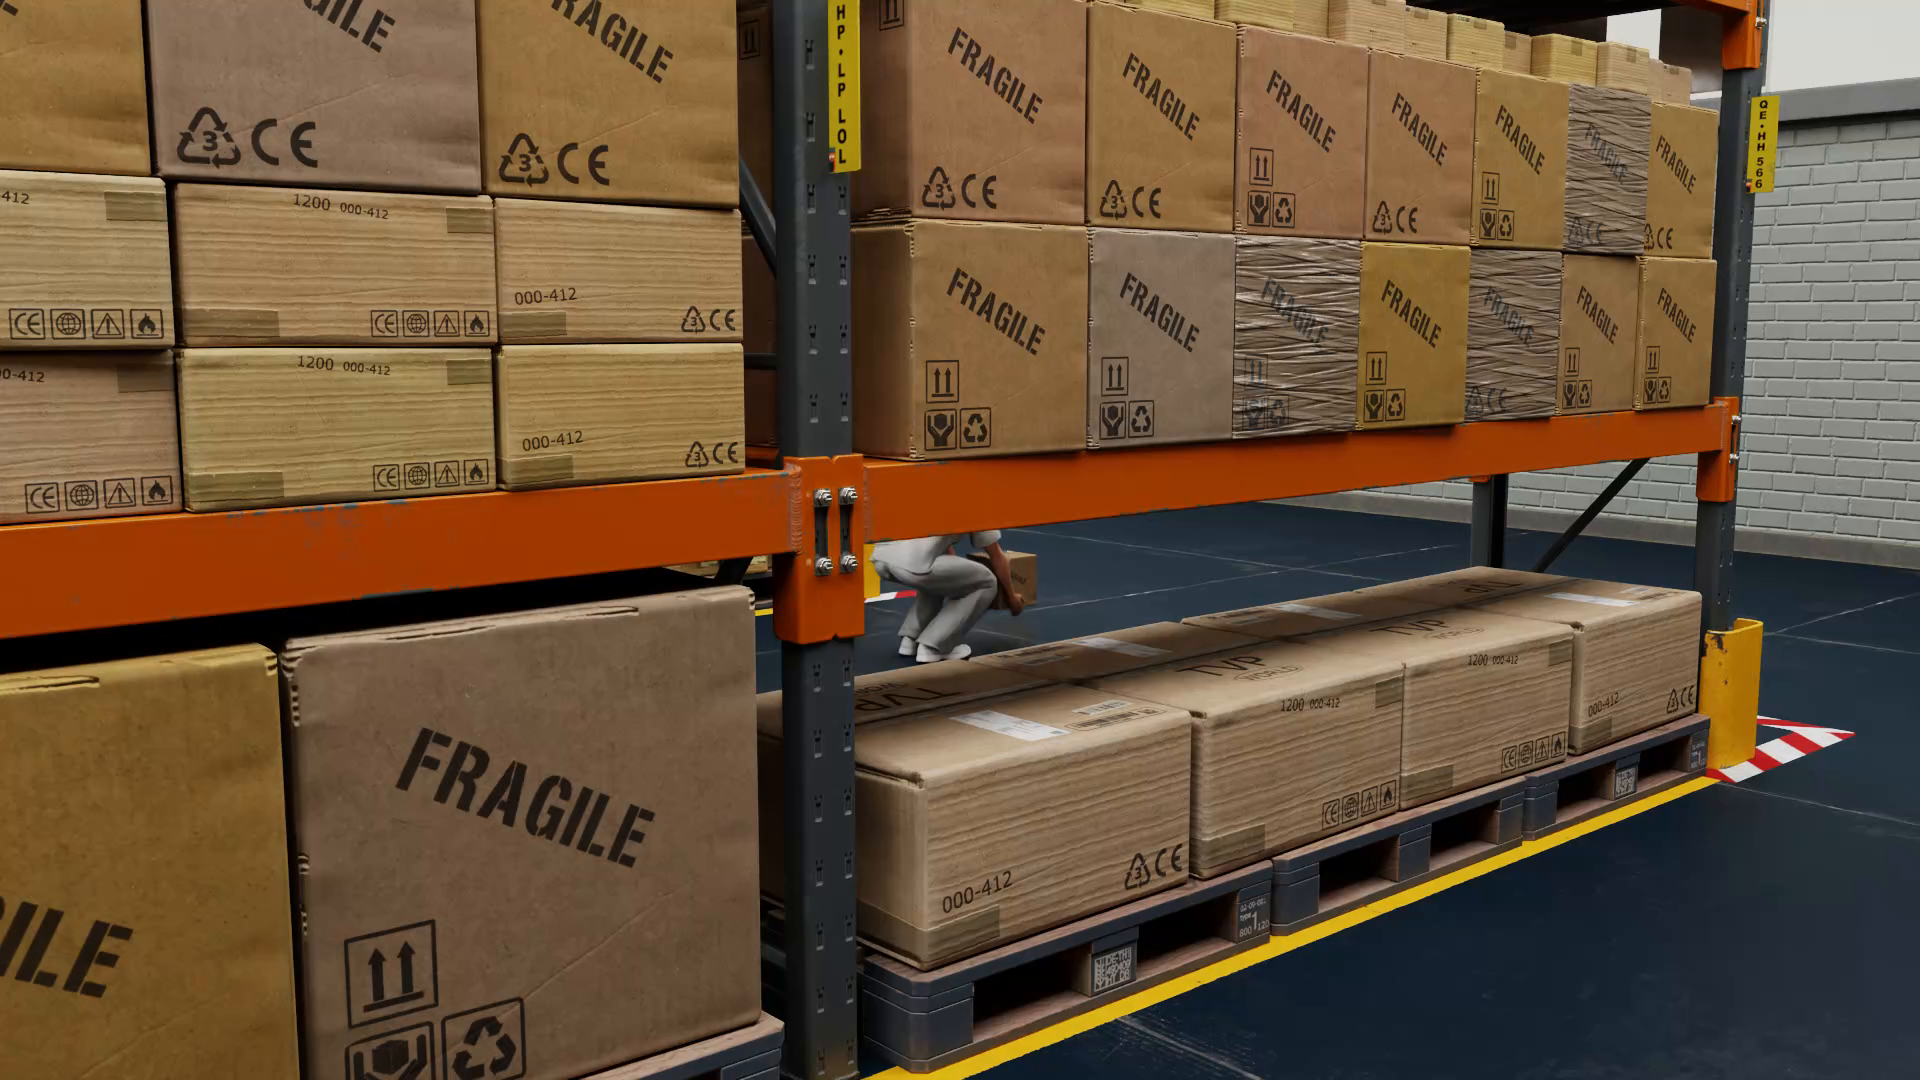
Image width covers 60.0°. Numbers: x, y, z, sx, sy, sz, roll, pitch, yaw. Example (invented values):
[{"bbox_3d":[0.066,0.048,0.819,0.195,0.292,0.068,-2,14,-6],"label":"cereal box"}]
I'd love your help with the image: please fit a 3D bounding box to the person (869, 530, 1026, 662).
[{"bbox_3d":[-0.076,0.076,7.998,0.801,0.953,0.483,-7,10,-41],"label":"person"}]
